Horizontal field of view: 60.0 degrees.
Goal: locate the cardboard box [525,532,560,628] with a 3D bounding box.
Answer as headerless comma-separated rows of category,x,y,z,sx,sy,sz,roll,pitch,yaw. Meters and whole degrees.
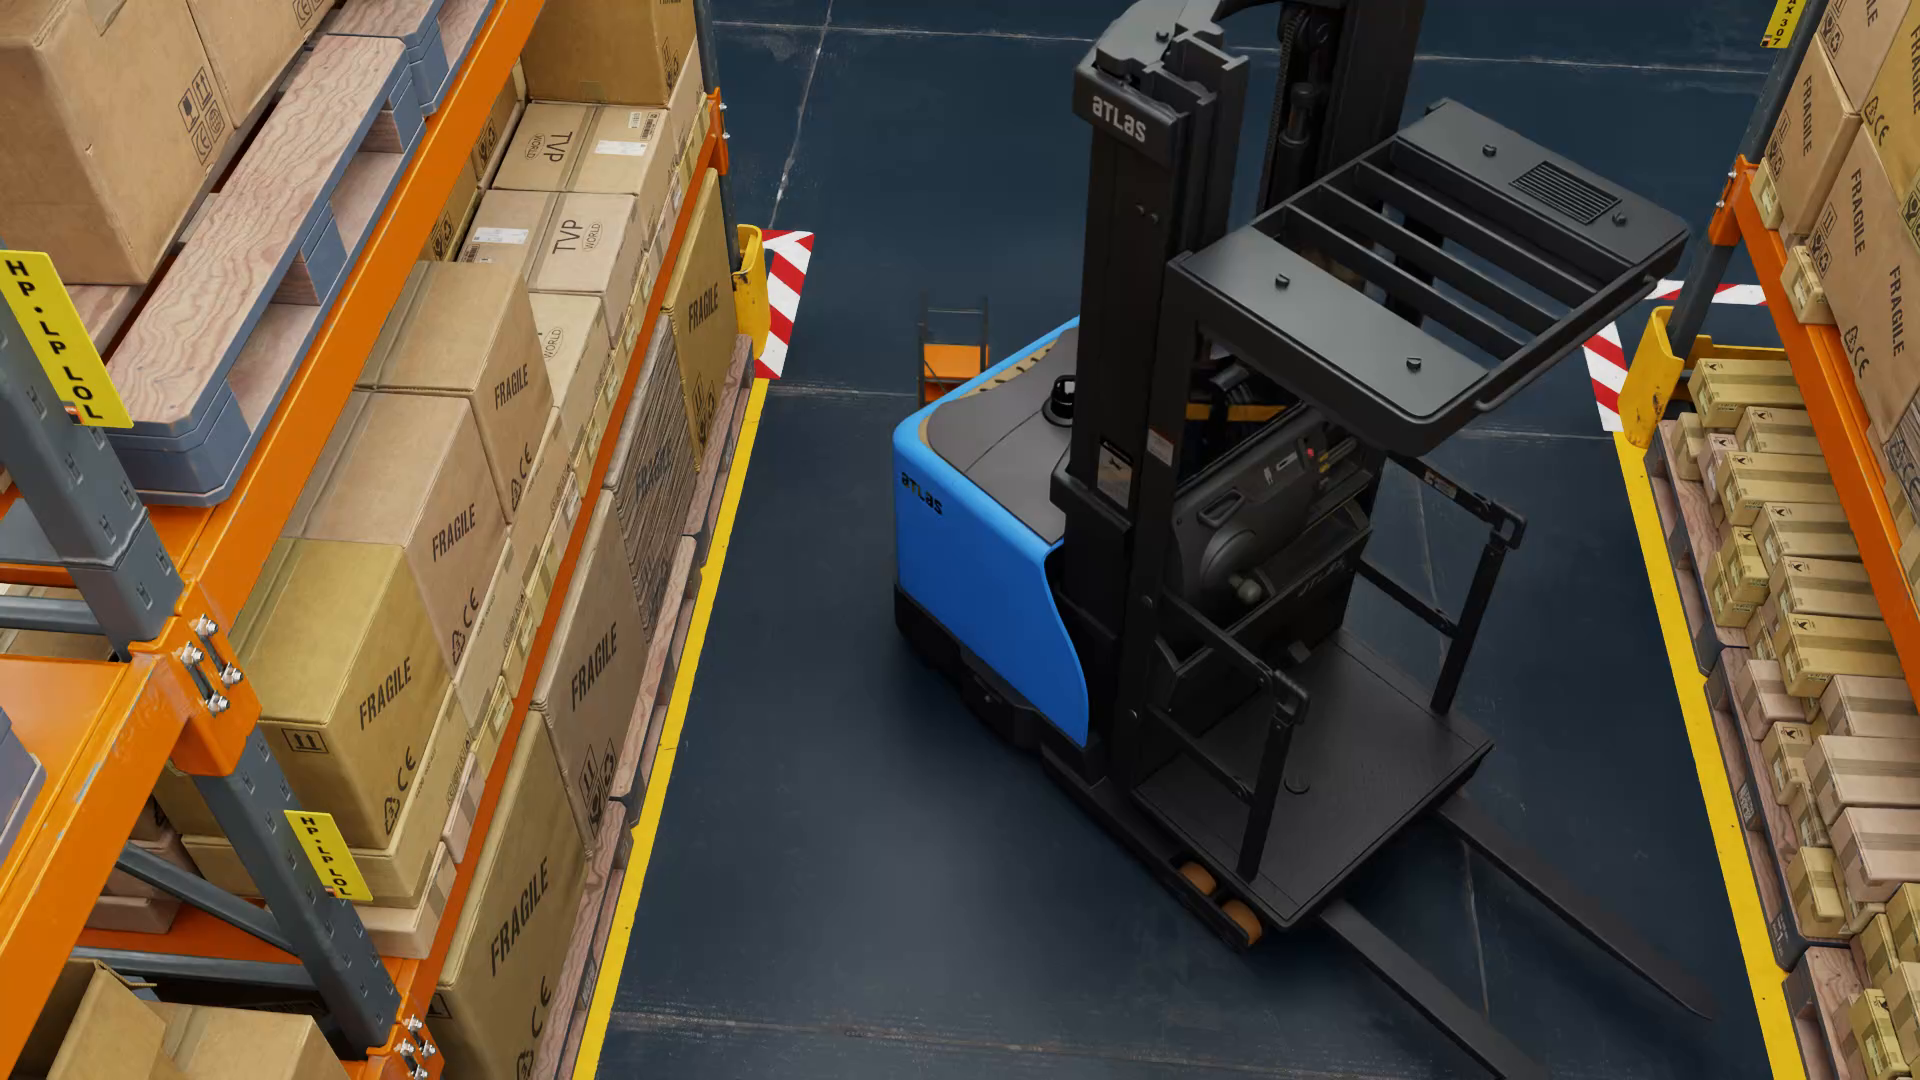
cardboard box,-1.380,0.103,4.793,0.380,0.149,0.250,3,48,3

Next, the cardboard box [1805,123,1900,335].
cardboard box,3.125,-0.978,5.342,0.500,0.500,0.500,4,48,4

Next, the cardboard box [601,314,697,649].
cardboard box,-1.528,-0.238,6.090,0.875,0.875,0.875,4,48,4

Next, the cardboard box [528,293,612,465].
cardboard box,-1.382,-0.504,5.078,0.500,0.250,0.500,4,48,4

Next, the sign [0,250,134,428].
sign,-1.289,-0.282,2.379,0.100,0.325,0.005,4,48,4

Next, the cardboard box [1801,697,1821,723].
cardboard box,3.101,0.506,5.700,0.380,0.149,0.250,6,48,6

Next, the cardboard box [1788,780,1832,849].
cardboard box,2.981,0.951,5.495,0.380,0.149,0.250,5,48,4

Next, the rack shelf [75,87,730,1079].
rack shelf,-1.648,-0.245,5.429,1.077,0.370,4.000,4,48,4

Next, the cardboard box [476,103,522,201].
cardboard box,-1.820,-1.291,5.798,0.500,0.250,0.500,3,48,3

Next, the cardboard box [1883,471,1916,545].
cardboard box,3.017,-0.099,4.978,0.380,0.149,0.250,5,48,5

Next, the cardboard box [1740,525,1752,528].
cardboard box,3.145,-0.079,6.235,0.380,0.149,0.250,4,48,4

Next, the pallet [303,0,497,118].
pallet,-1.632,-1.495,4.112,1.003,0.211,1.213,4,48,4

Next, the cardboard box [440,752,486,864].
cardboard box,-1.449,0.678,4.267,0.380,0.149,0.250,2,48,2

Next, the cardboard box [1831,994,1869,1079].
cardboard box,2.863,1.515,4.979,0.380,0.149,0.250,2,48,2

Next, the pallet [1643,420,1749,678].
pallet,3.348,0.042,6.569,1.003,0.211,1.213,4,48,4

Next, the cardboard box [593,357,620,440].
cardboard box,-1.310,-0.466,5.314,0.380,0.149,0.250,5,48,4

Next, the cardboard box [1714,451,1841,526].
cardboard box,3.022,-0.181,6.127,0.380,0.149,0.250,4,48,3

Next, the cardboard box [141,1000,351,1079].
cardboard box,-1.601,1.310,3.451,0.500,0.500,0.500,4,48,4

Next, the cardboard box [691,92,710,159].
cardboard box,-1.171,-1.589,6.341,0.380,0.149,0.250,5,48,4

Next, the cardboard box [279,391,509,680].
cardboard box,-1.480,-0.017,4.125,0.500,0.500,0.500,4,48,4

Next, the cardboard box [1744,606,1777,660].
cardboard box,3.079,0.389,6.009,0.380,0.149,0.250,4,48,4

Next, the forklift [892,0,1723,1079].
forklift,1.103,-0.067,4.825,1.130,2.935,3.031,-33,56,-27

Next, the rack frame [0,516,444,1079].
rack frame,-1.831,0.982,3.819,1.000,3.000,0.127,4,48,4

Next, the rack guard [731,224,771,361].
rack guard,-1.464,-1.132,7.446,1.175,0.500,0.348,4,48,4

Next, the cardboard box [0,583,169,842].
cardboard box,-2.055,0.323,3.814,0.500,0.500,0.500,5,48,5

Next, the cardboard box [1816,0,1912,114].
cardboard box,3.159,-1.710,5.334,0.500,0.500,0.500,4,48,3

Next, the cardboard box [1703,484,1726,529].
cardboard box,3.155,-0.168,6.518,0.380,0.149,0.250,4,48,3

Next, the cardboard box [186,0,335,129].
cardboard box,-1.766,-1.214,3.375,0.700,0.500,0.500,6,48,6

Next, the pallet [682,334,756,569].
pallet,-1.461,-0.424,6.995,1.003,0.211,1.213,4,48,4

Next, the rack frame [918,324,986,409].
rack frame,-0.027,-0.342,6.250,0.240,1.200,0.006,3,48,3

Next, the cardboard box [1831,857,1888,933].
cardboard box,2.955,1.092,5.164,0.380,0.149,0.250,5,48,4

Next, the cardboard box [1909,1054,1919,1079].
cardboard box,2.856,1.540,4.553,0.380,0.149,0.250,4,48,4

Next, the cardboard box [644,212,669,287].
cardboard box,-1.241,-1.029,5.829,0.380,0.149,0.250,5,48,4

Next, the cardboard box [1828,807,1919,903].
cardboard box,2.906,0.966,5.078,0.380,0.149,0.250,2,48,2

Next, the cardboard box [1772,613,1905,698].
cardboard box,2.978,0.400,5.595,0.380,0.149,0.250,5,48,4

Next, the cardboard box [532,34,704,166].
cardboard box,-1.246,-1.634,6.111,0.500,0.250,0.500,3,48,3

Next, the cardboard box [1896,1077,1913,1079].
cardboard box,2.824,1.657,4.648,0.380,0.149,0.250,2,48,2

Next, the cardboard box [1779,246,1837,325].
cardboard box,3.048,-0.865,5.679,0.380,0.149,0.250,3,48,2

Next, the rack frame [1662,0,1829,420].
rack frame,3.464,-1.550,6.135,1.000,3.000,0.127,4,48,4

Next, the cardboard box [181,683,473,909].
cardboard box,-1.527,0.604,4.065,0.500,0.250,0.500,3,48,3

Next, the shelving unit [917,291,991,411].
shelving unit,-0.022,-0.409,6.311,0.258,1.200,0.189,3,48,3
